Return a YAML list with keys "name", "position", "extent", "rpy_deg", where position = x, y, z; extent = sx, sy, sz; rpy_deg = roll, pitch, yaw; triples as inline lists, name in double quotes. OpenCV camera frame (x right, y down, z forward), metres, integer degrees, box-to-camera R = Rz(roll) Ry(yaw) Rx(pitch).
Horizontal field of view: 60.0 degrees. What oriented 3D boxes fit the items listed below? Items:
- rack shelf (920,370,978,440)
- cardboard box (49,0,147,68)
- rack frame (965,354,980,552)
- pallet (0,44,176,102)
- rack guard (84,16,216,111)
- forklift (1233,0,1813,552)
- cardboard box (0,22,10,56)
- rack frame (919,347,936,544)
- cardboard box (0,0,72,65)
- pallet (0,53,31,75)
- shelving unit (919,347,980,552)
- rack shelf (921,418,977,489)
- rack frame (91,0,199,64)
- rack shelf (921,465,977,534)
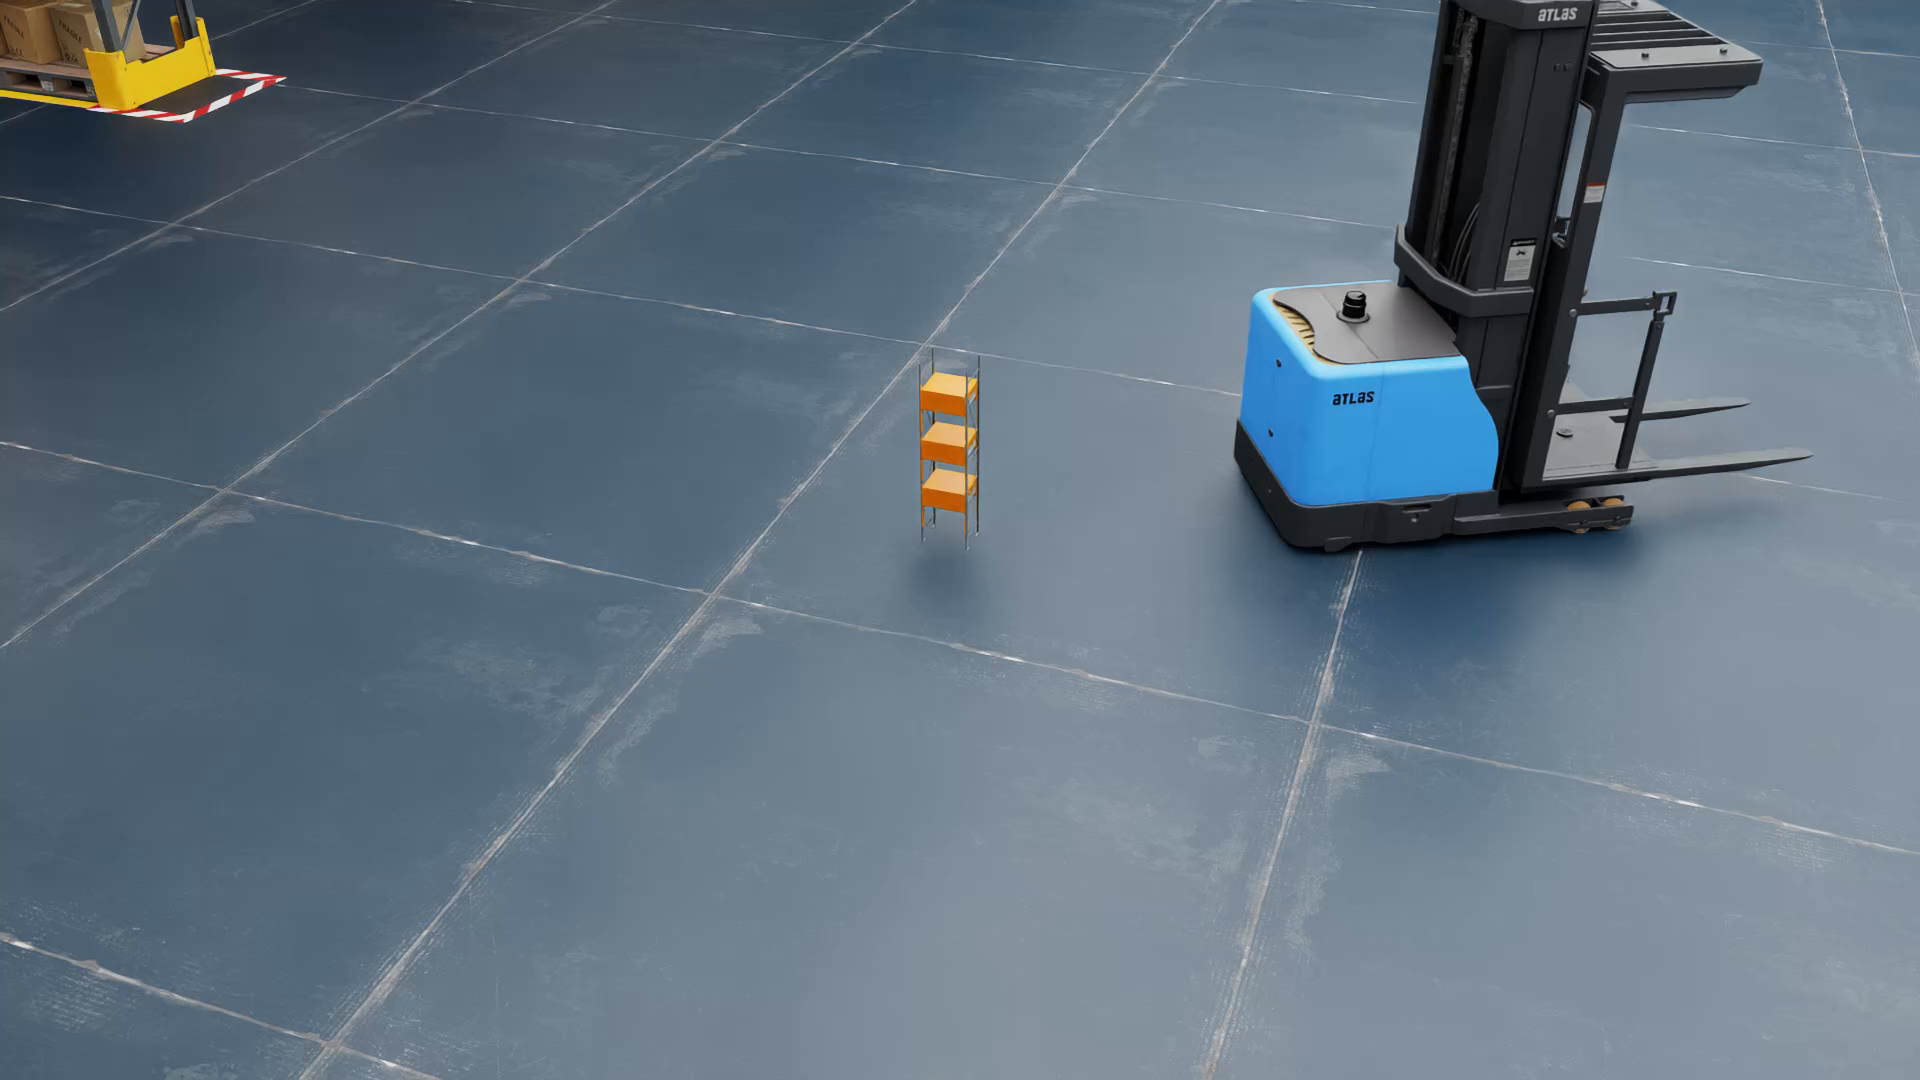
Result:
- name: "rack shelf"
  position: [-0.050, -0.680, 8.332]
  extent: [0.240, 0.259, 0.215]
  rpy_deg: [11, 34, 16]
- name: "cardboard box"
  position: [-7.769, -4.582, 14.999]
  extent: [0.500, 0.500, 0.500]
  rpy_deg: [18, 37, 25]
- name: "rack frame"
  position: [0.064, -0.429, 8.446]
  extent: [0.008, 1.050, 0.200]
  rpy_deg: [11, 34, 16]
- name: "pallet"
  position: [-8.011, -4.342, 15.281]
  extent: [1.213, 0.211, 1.003]
  rpy_deg: [11, 34, 16]
- name: "rack guard"
  position: [-7.258, -4.297, 14.944]
  extent: [0.348, 0.500, 1.175]
  rpy_deg: [11, 34, 16]
- name: "forklift"
  position: [3.102, -1.544, 8.440]
  extent: [3.031, 2.935, 1.130]
  rpy_deg: [-5, 33, -8]
- name: "cardboard box"
  position: [-8.926, -4.798, 15.334]
  extent: [0.500, 0.500, 0.500]
  rpy_deg: [14, 35, 21]
- name: "rack frame"
  position: [-0.165, -0.473, 8.515]
  extent: [0.008, 1.050, 0.200]
  rpy_deg: [11, 34, 16]
- name: "cardboard box"
  position: [-8.343, -4.674, 15.141]
  extent: [0.500, 0.500, 0.500]
  rpy_deg: [21, 38, 29]
- name: "pallet"
  position: [-9.156, -4.566, 15.628]
  extent: [1.213, 0.211, 1.003]
  rpy_deg: [11, 34, 16]
- name: "shelving unit"
  position: [-0.050, -0.451, 8.480]
  extent: [0.252, 1.050, 0.215]
  rpy_deg: [11, 34, 16]
- name: "rack shelf"
  position: [-0.050, -0.442, 8.486]
  extent: [0.240, 0.259, 0.215]
  rpy_deg: [11, 34, 16]
- name: "rack frame"
  position: [-7.187, -5.333, 14.244]
  extent: [0.127, 3.000, 1.000]
  rpy_deg: [11, 34, 16]
- name: "rack shelf"
  position: [-0.050, -0.208, 8.637]
  extent: [0.240, 0.259, 0.215]
  rpy_deg: [11, 34, 16]
